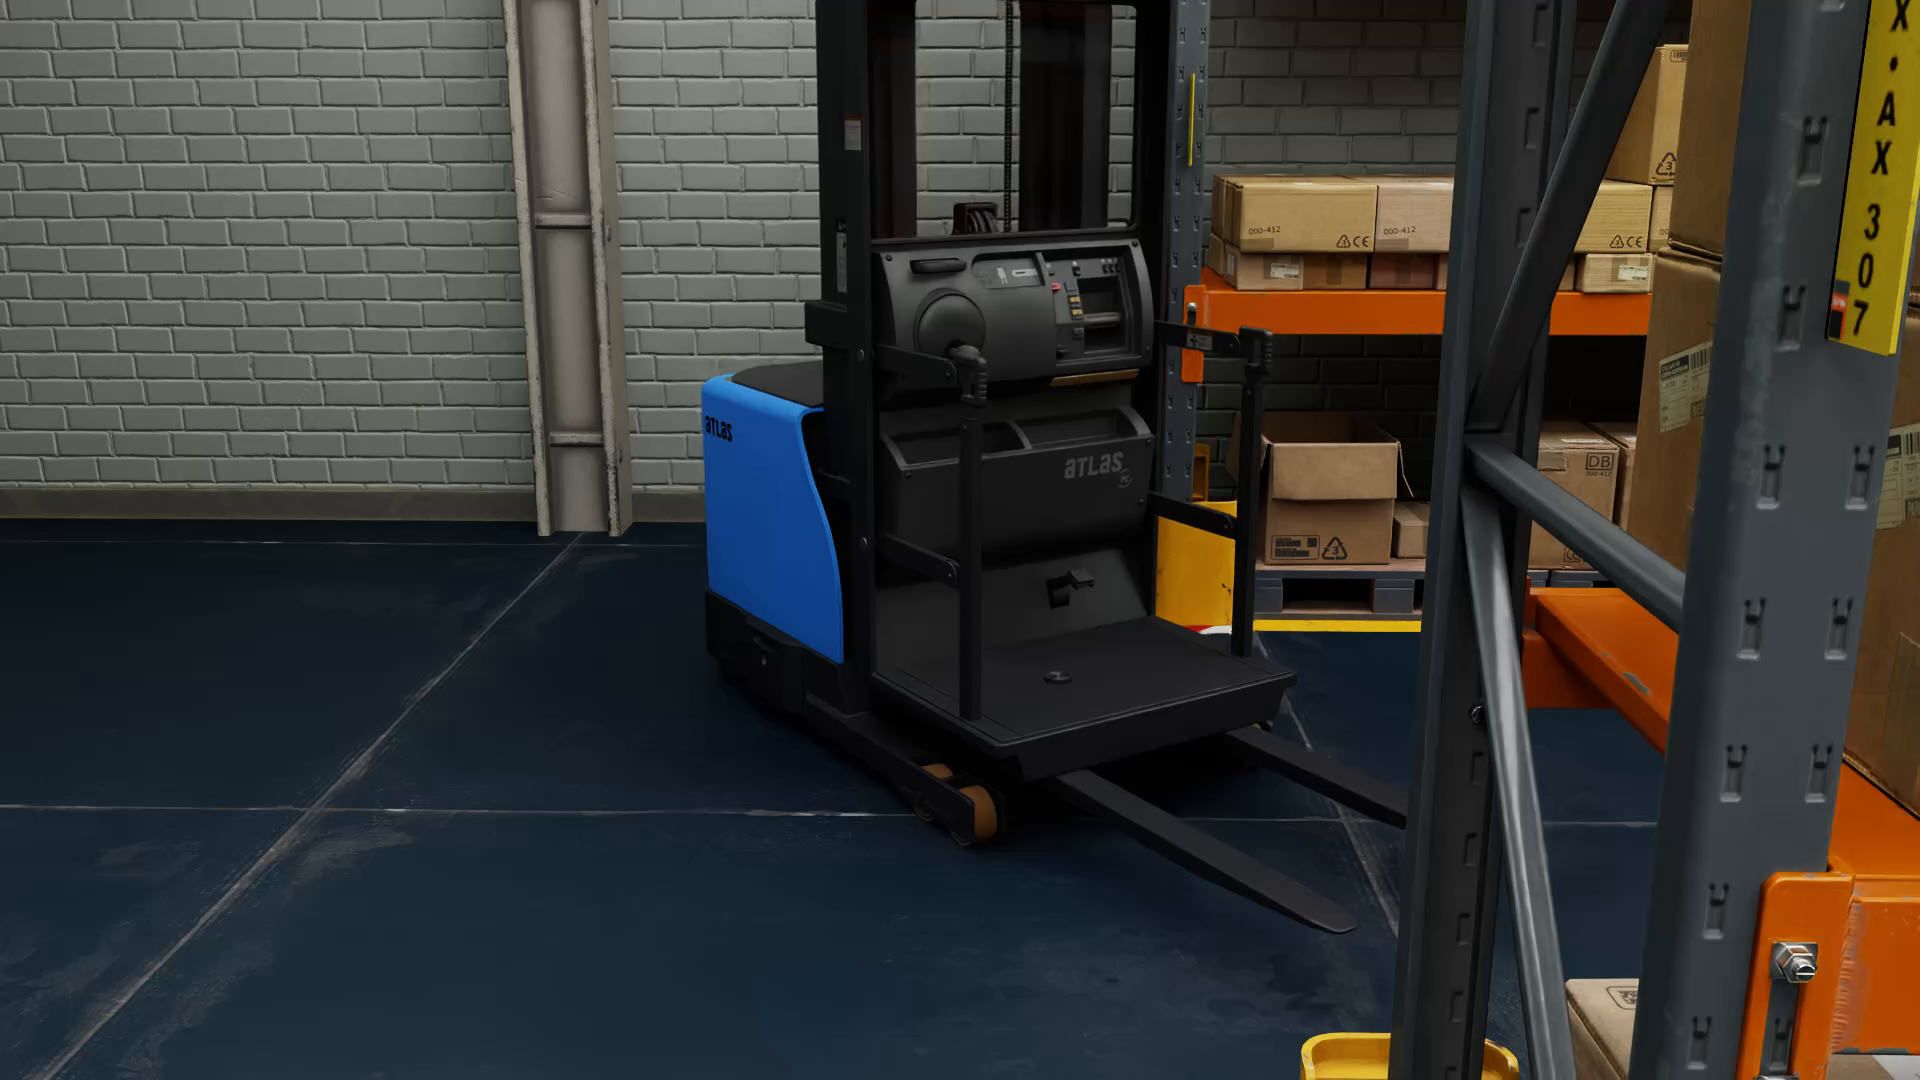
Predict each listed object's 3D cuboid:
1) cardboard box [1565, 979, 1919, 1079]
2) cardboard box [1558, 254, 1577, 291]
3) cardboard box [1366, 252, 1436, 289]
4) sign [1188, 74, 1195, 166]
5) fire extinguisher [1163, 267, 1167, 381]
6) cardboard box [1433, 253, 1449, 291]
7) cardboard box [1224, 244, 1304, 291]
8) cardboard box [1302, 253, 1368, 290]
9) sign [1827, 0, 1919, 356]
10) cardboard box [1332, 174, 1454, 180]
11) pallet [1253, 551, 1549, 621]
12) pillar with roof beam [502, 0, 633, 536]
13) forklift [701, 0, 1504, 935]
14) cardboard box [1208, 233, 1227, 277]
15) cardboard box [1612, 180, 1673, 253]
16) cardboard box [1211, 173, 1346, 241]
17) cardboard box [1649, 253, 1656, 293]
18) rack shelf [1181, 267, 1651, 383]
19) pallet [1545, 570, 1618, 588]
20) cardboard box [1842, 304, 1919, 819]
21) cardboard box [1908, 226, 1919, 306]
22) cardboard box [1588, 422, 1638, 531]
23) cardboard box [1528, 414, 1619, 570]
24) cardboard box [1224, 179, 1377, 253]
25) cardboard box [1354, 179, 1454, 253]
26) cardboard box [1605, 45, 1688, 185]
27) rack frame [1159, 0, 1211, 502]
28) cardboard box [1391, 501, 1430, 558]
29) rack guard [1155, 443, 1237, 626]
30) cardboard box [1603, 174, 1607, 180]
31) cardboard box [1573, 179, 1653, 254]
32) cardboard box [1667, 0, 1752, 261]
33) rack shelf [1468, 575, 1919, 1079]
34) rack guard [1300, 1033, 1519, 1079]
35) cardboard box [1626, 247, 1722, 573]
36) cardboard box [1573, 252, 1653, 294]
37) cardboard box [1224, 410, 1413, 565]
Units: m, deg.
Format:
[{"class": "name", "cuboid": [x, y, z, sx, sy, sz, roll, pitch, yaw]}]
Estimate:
[{"class": "cardboard box", "cuboid": [1.402, 1.019, 2.298, 0.875, 0.438, 0.875, 0, 15, 0]}, {"class": "cardboard box", "cuboid": [2.220, -1.068, 6.500, 0.250, 0.149, 0.380, 1, 15, 2]}, {"class": "cardboard box", "cuboid": [1.703, -1.085, 6.567, 0.250, 0.149, 0.380, 0, 15, 1]}, {"class": "sign", "cuboid": [0.849, -1.542, 6.107, 0.005, 0.325, 0.100, 0, 15, 1]}, {"class": "fire extinguisher", "cuboid": [0.703, -0.927, 6.357, 0.183, 0.674, 0.296, 0, 15, 1]}, {"class": "cardboard box", "cuboid": [1.954, -1.068, 6.501, 0.250, 0.149, 0.380, 1, 15, 3]}, {"class": "cardboard box", "cuboid": [1.184, -1.068, 6.501, 0.250, 0.149, 0.380, 0, 15, 1]}, {"class": "cardboard box", "cuboid": [1.439, -1.078, 6.540, 0.250, 0.149, 0.380, 1, 15, 3]}, {"class": "sign", "cuboid": [0.719, -0.311, 1.288, 0.005, 0.325, 0.100, 0, 15, 1]}, {"class": "cardboard box", "cuboid": [1.844, -1.394, 6.955, 0.500, 0.250, 0.500, 0, 15, 2]}, {"class": "pallet", "cuboid": [1.735, 0.092, 7.077, 1.213, 0.211, 1.003, 0, 15, 1]}, {"class": "pillar with roof beam", "cuboid": [-1.920, -3.312, 2.754, 0.400, 9.000, 9.100, 0, 15, 1]}, {"class": "forklift", "cuboid": [0.300, -0.704, 4.763, 1.130, 2.935, 3.031, -9, 17, -31]}, {"class": "cardboard box", "cuboid": [1.200, -1.207, 7.026, 0.250, 0.149, 0.380, 0, 15, 1]}, {"class": "cardboard box", "cuboid": [2.832, -1.258, 6.438, 0.500, 0.250, 0.500, 0, 15, 0]}, {"class": "cardboard box", "cuboid": [1.329, -1.398, 6.969, 0.500, 0.250, 0.500, 1, 15, 3]}, {"class": "cardboard box", "cuboid": [2.734, -1.051, 6.434, 0.250, 0.149, 0.380, 1, 15, 3]}, {"class": "rack shelf", "cuboid": [2.862, -0.901, 6.785, 4.000, 0.370, 1.077, 0, 15, 1]}, {"class": "pallet", "cuboid": [2.952, 0.101, 7.045, 1.213, 0.211, 1.003, 0, 15, 1]}, {"class": "cardboard box", "cuboid": [1.212, 0.032, 1.642, 0.500, 0.500, 0.500, 0, 15, 1]}, {"class": "cardboard box", "cuboid": [1.212, -0.452, 1.517, 0.500, 0.500, 0.500, 0, 15, 0]}, {"class": "cardboard box", "cuboid": [2.851, -0.184, 6.733, 0.500, 0.500, 0.500, 1, 15, 2]}, {"class": "cardboard box", "cuboid": [2.325, -0.213, 6.842, 0.500, 0.500, 0.700, 1, 15, 4]}, {"class": "cardboard box", "cuboid": [1.309, -1.261, 6.452, 0.500, 0.250, 0.500, 0, 15, 2]}, {"class": "cardboard box", "cuboid": [1.813, -1.258, 6.440, 0.500, 0.250, 0.500, 1, 15, 2]}, {"class": "cardboard box", "cuboid": [2.809, -1.614, 6.320, 0.500, 0.500, 0.500, 1, 15, 3]}, {"class": "rack frame", "cuboid": [0.862, -1.262, 6.742, 0.127, 3.000, 1.000, 0, 15, 1]}, {"class": "cardboard box", "cuboid": [1.895, -0.045, 6.898, 0.250, 0.149, 0.380, 0, 15, -1]}, {"class": "rack guard", "cuboid": [0.938, -0.053, 7.059, 0.348, 0.500, 1.175, 0, 15, 1]}, {"class": "cardboard box", "cuboid": [2.862, -1.386, 6.925, 0.500, 0.250, 0.500, 0, 15, 1]}, {"class": "cardboard box", "cuboid": [2.320, -1.256, 6.430, 0.500, 0.250, 0.500, 0, 15, 0]}, {"class": "cardboard box", "cuboid": [1.227, -0.585, 2.022, 0.500, 0.500, 0.500, 1, 15, 3]}, {"class": "rack shelf", "cuboid": [2.739, 0.365, 1.987, 4.000, 0.370, 1.077, 0, 15, 1]}, {"class": "rack guard", "cuboid": [0.715, 1.213, 2.264, 0.348, 0.500, 1.175, 0, 15, 1]}, {"class": "cardboard box", "cuboid": [1.228, -0.109, 2.176, 0.500, 0.500, 0.500, 0, 15, 2]}, {"class": "cardboard box", "cuboid": [2.470, -1.047, 6.421, 0.250, 0.149, 0.380, 0, 15, 0]}, {"class": "cardboard box", "cuboid": [1.471, -0.230, 6.901, 0.637, 0.503, 0.797, 0, 15, -1]}]
